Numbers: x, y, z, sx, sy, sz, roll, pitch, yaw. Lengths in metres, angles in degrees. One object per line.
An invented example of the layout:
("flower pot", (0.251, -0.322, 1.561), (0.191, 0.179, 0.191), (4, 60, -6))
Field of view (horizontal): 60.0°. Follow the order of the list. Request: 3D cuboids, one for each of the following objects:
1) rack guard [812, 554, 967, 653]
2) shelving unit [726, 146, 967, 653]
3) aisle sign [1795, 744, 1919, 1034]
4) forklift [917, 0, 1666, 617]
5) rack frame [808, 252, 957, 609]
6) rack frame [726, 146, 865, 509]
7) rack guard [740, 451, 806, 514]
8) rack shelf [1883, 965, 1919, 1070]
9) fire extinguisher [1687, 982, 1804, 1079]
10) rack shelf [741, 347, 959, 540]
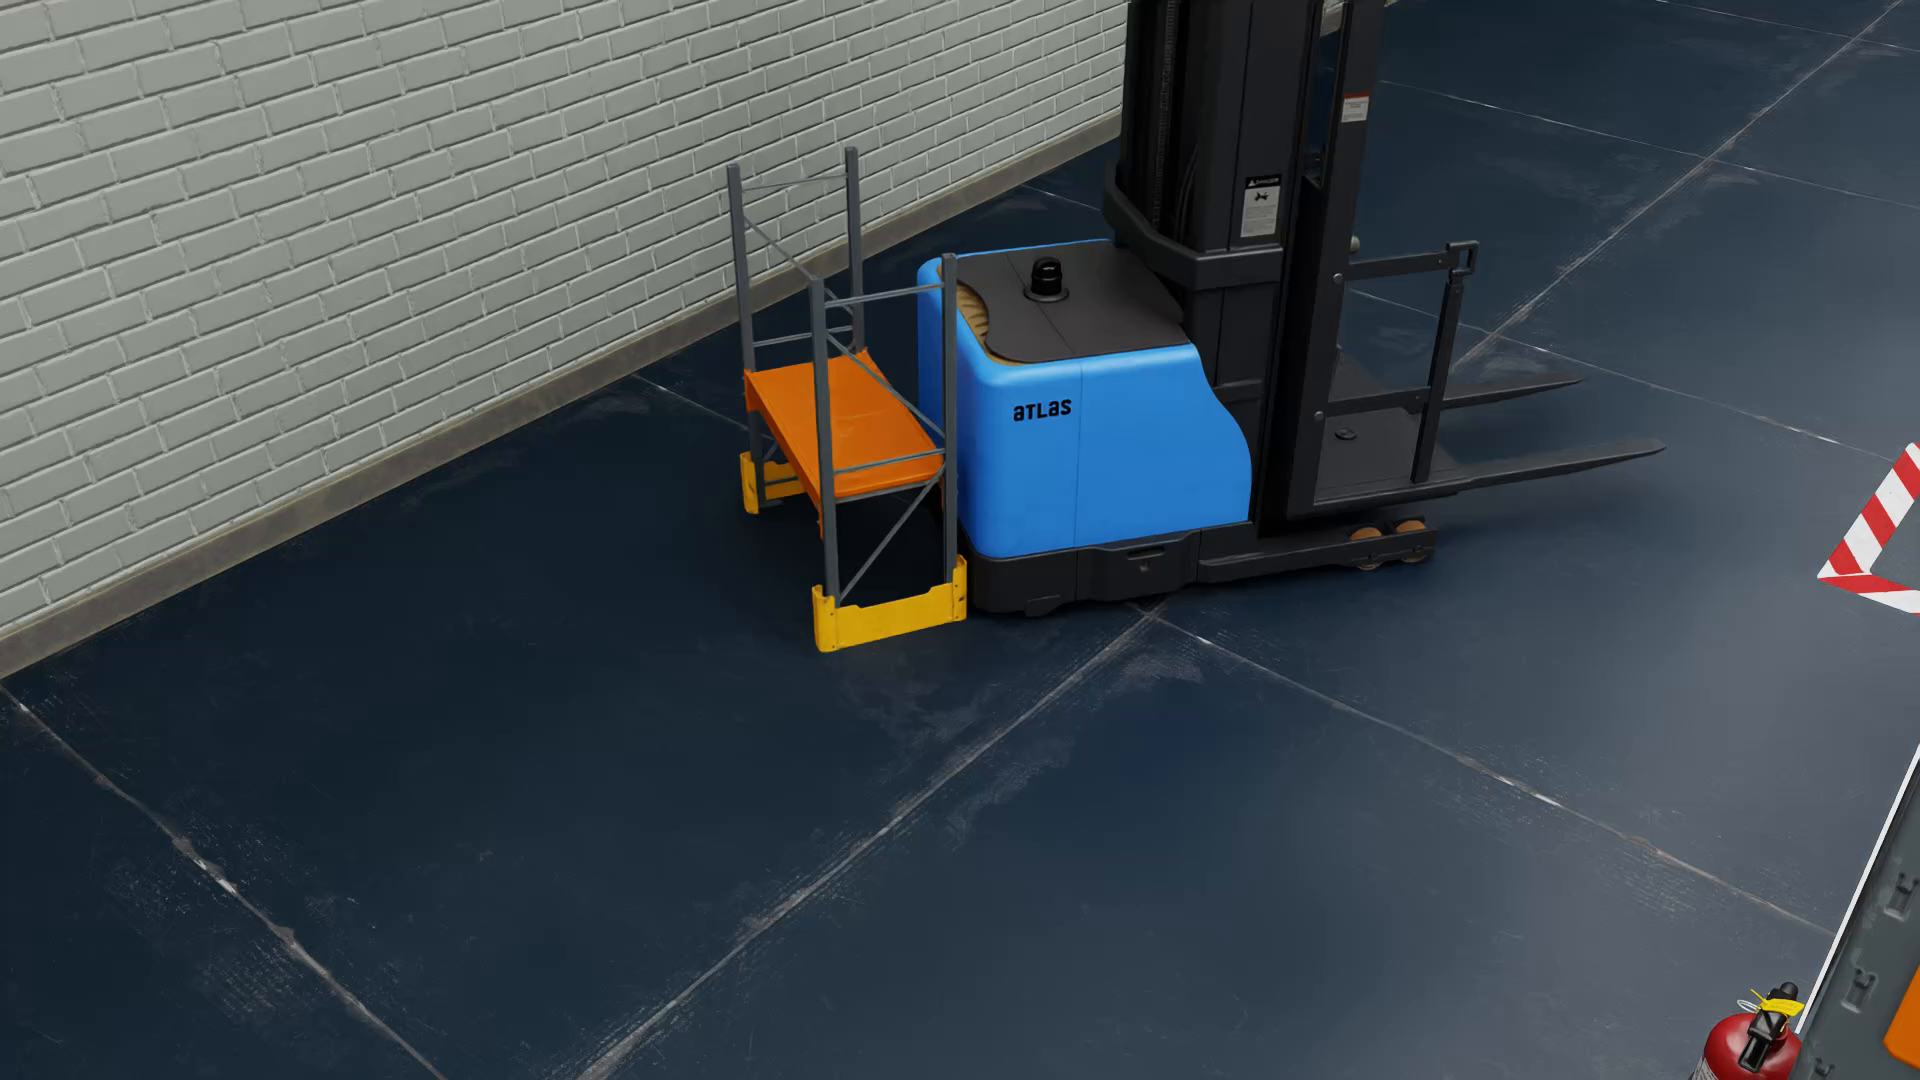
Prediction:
("rack guard", (-0.256, 0.234, 6.188), (0.587, 0.250, 0.087), (-13, 36, -18))
("shelving unit", (-0.438, -0.543, 6.216), (0.587, 1.500, 1.083), (-13, 36, -18))
("aisle sign", (1.004, 0.107, 1.648), (0.004, 0.787, 0.394), (25, 42, 32))
("forklift", (1.394, -1.370, 6.156), (3.031, 2.935, 1.130), (-9, 35, -12))
("rack frame", (-0.249, -0.271, 5.819), (0.500, 1.500, 0.032), (-13, 36, -18))
("rack frame", (-0.621, -0.806, 6.599), (0.500, 1.500, 0.032), (-13, 36, -18))
("rack guard", (-0.621, -0.291, 6.952), (0.587, 0.250, 0.087), (-13, 36, -18))
("rack shelf", (2.787, 0.860, 0.833), (4.000, 0.370, 1.077), (25, 42, 32))
("fire extinguisher", (1.425, 1.009, 3.029), (0.183, 0.674, 0.296), (25, 42, 32))
("rack shelf", (-0.435, -0.390, 6.311), (0.538, 0.185, 1.000), (-13, 36, -18))
